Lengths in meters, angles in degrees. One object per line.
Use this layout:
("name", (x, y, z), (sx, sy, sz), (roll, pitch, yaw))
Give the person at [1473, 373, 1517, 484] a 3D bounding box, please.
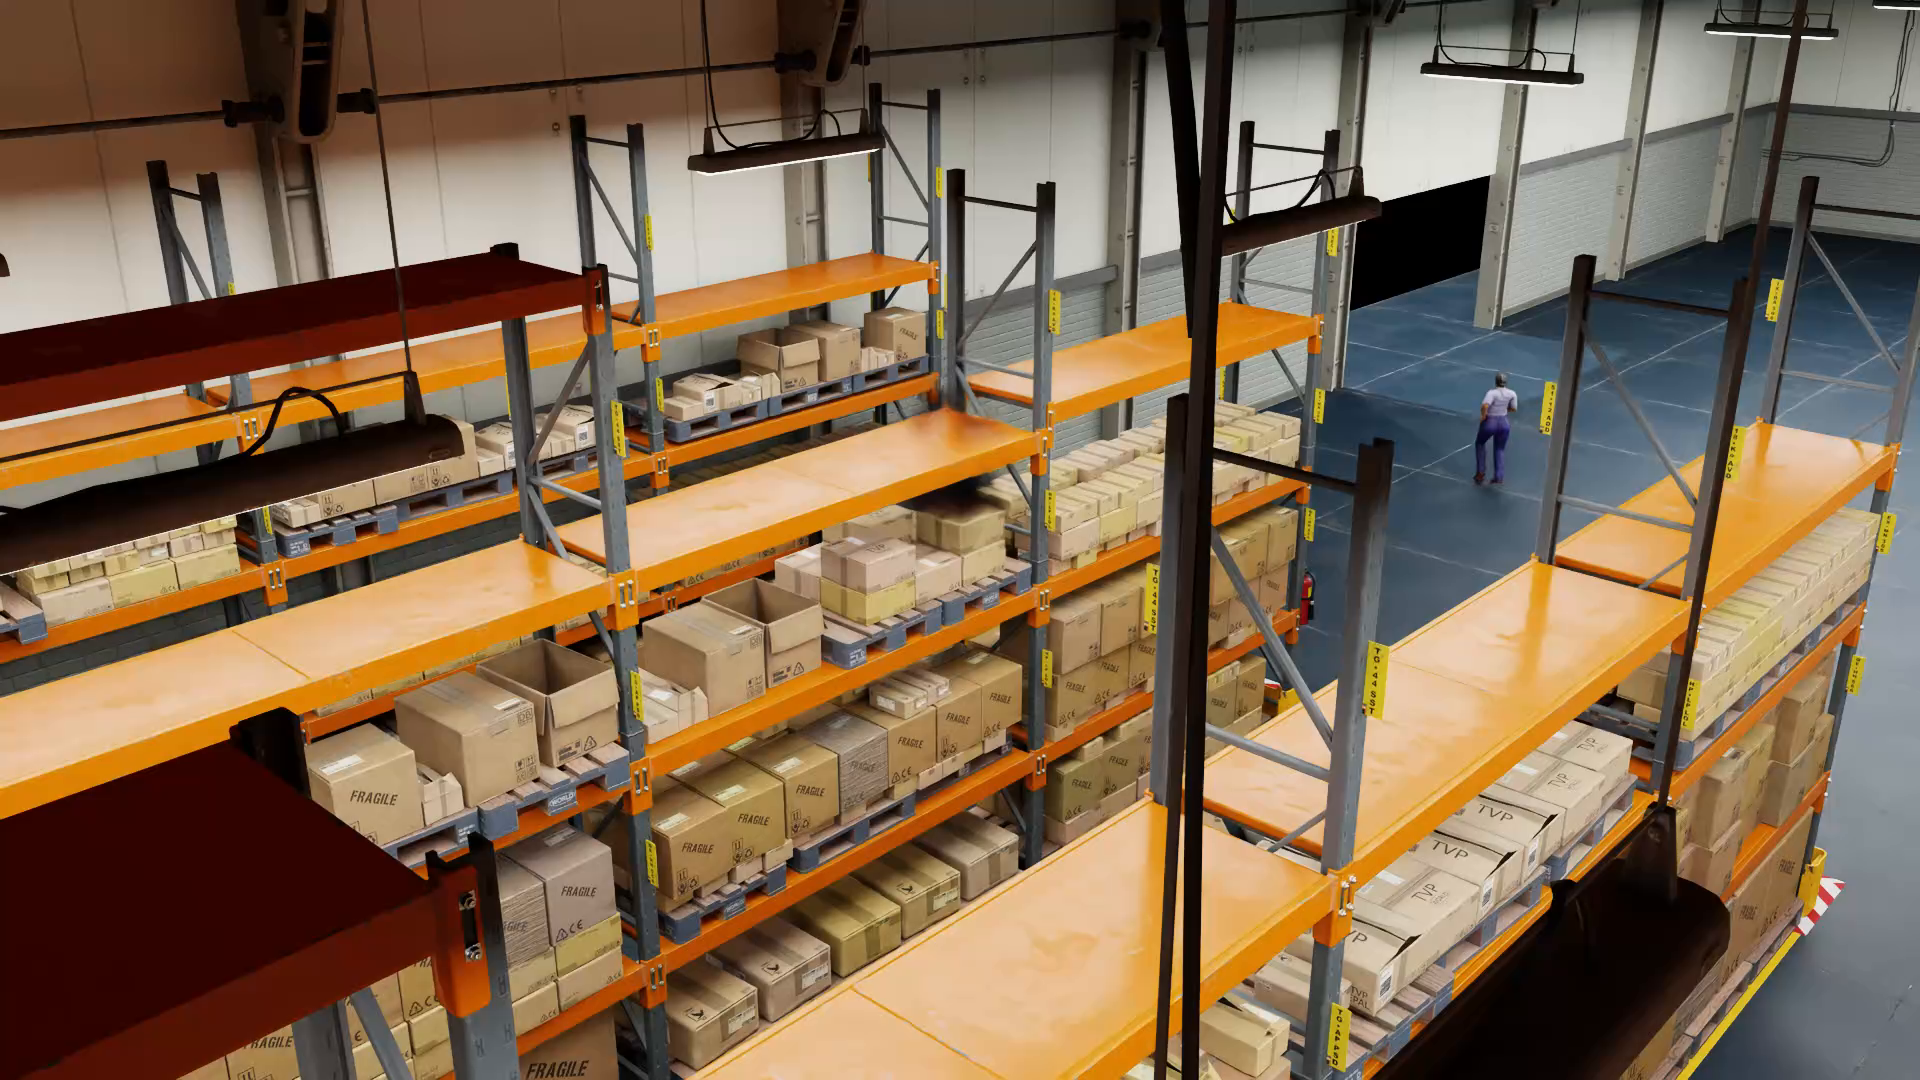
("person", (7.660, -1.580, 23.838), (0.585, 1.704, 0.708), (1, 21, 2))
